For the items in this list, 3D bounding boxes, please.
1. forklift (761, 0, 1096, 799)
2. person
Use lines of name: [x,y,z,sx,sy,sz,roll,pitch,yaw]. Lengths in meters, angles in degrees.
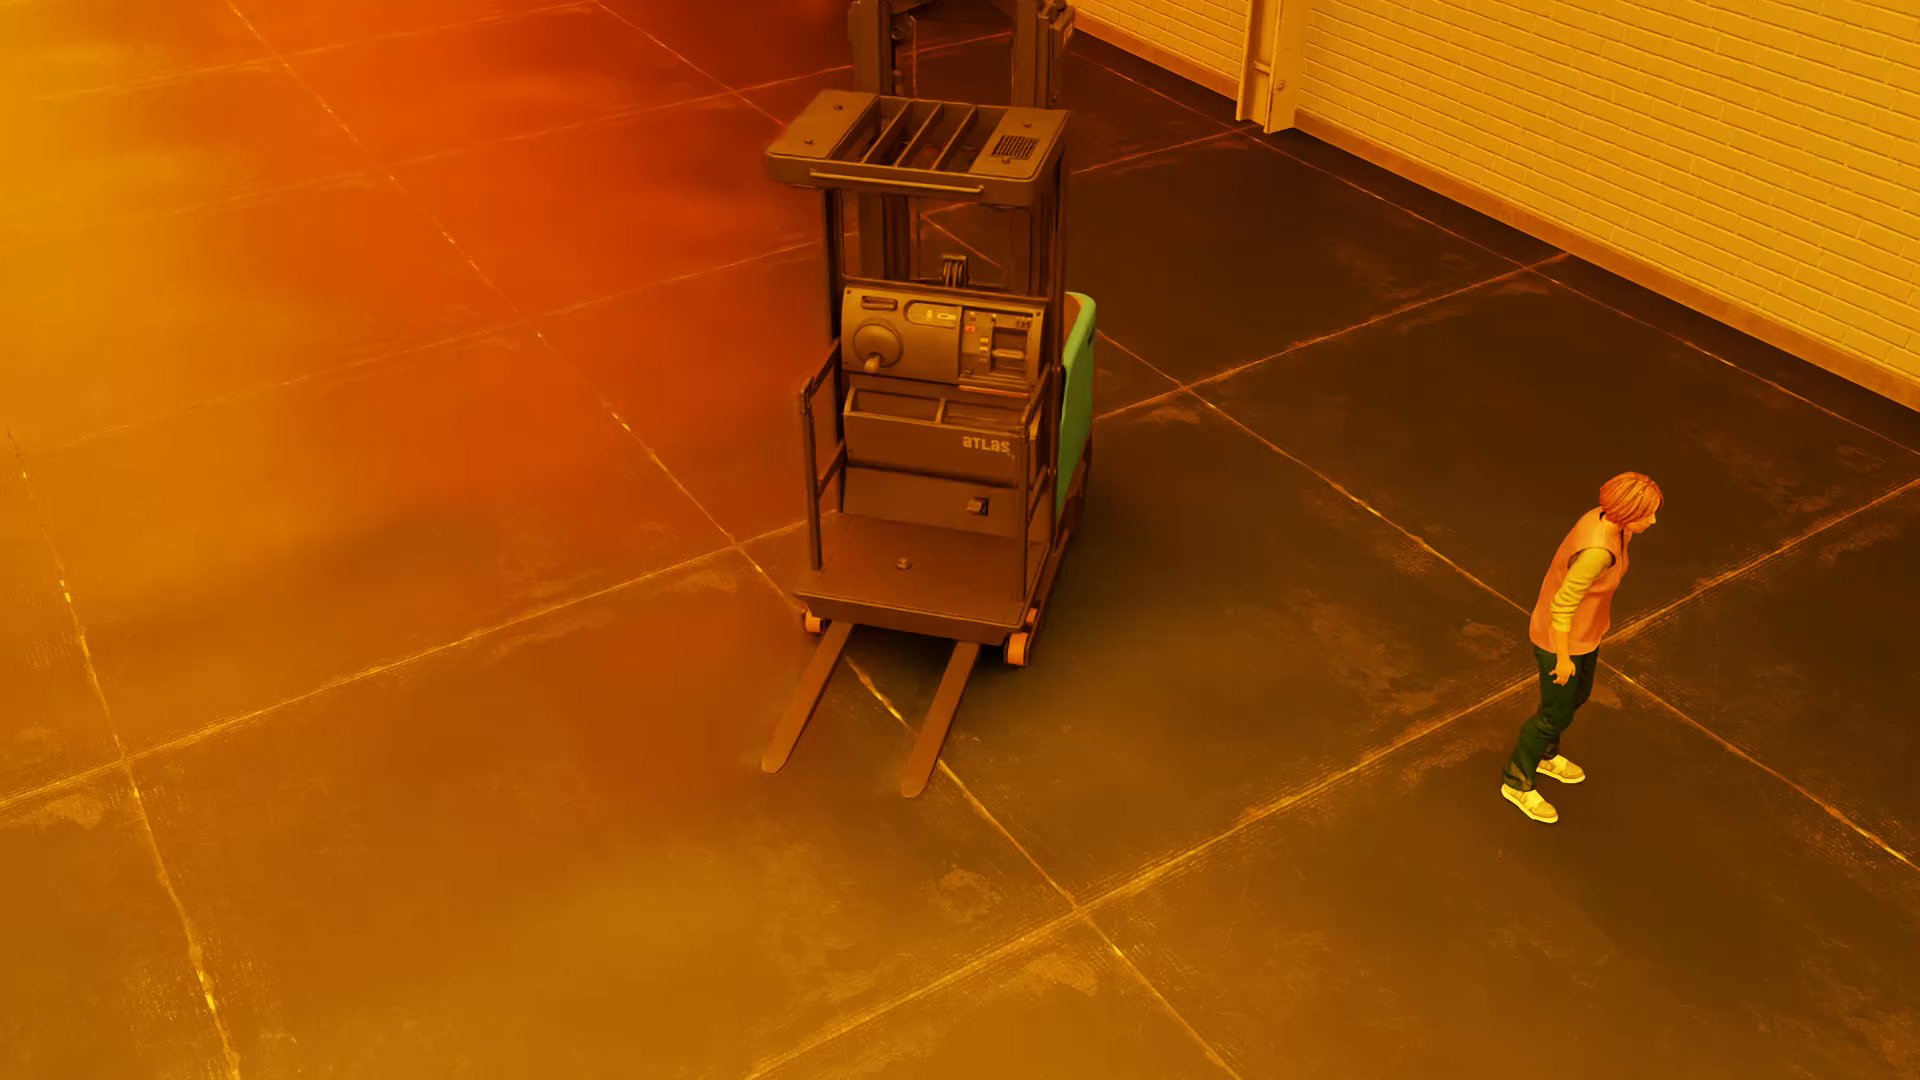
forklift: [-0.135,-0.850,7.357,1.130,2.935,3.031,8,36,12]
person: [2.493,0.399,6.747,0.348,1.590,0.471,22,41,28]
